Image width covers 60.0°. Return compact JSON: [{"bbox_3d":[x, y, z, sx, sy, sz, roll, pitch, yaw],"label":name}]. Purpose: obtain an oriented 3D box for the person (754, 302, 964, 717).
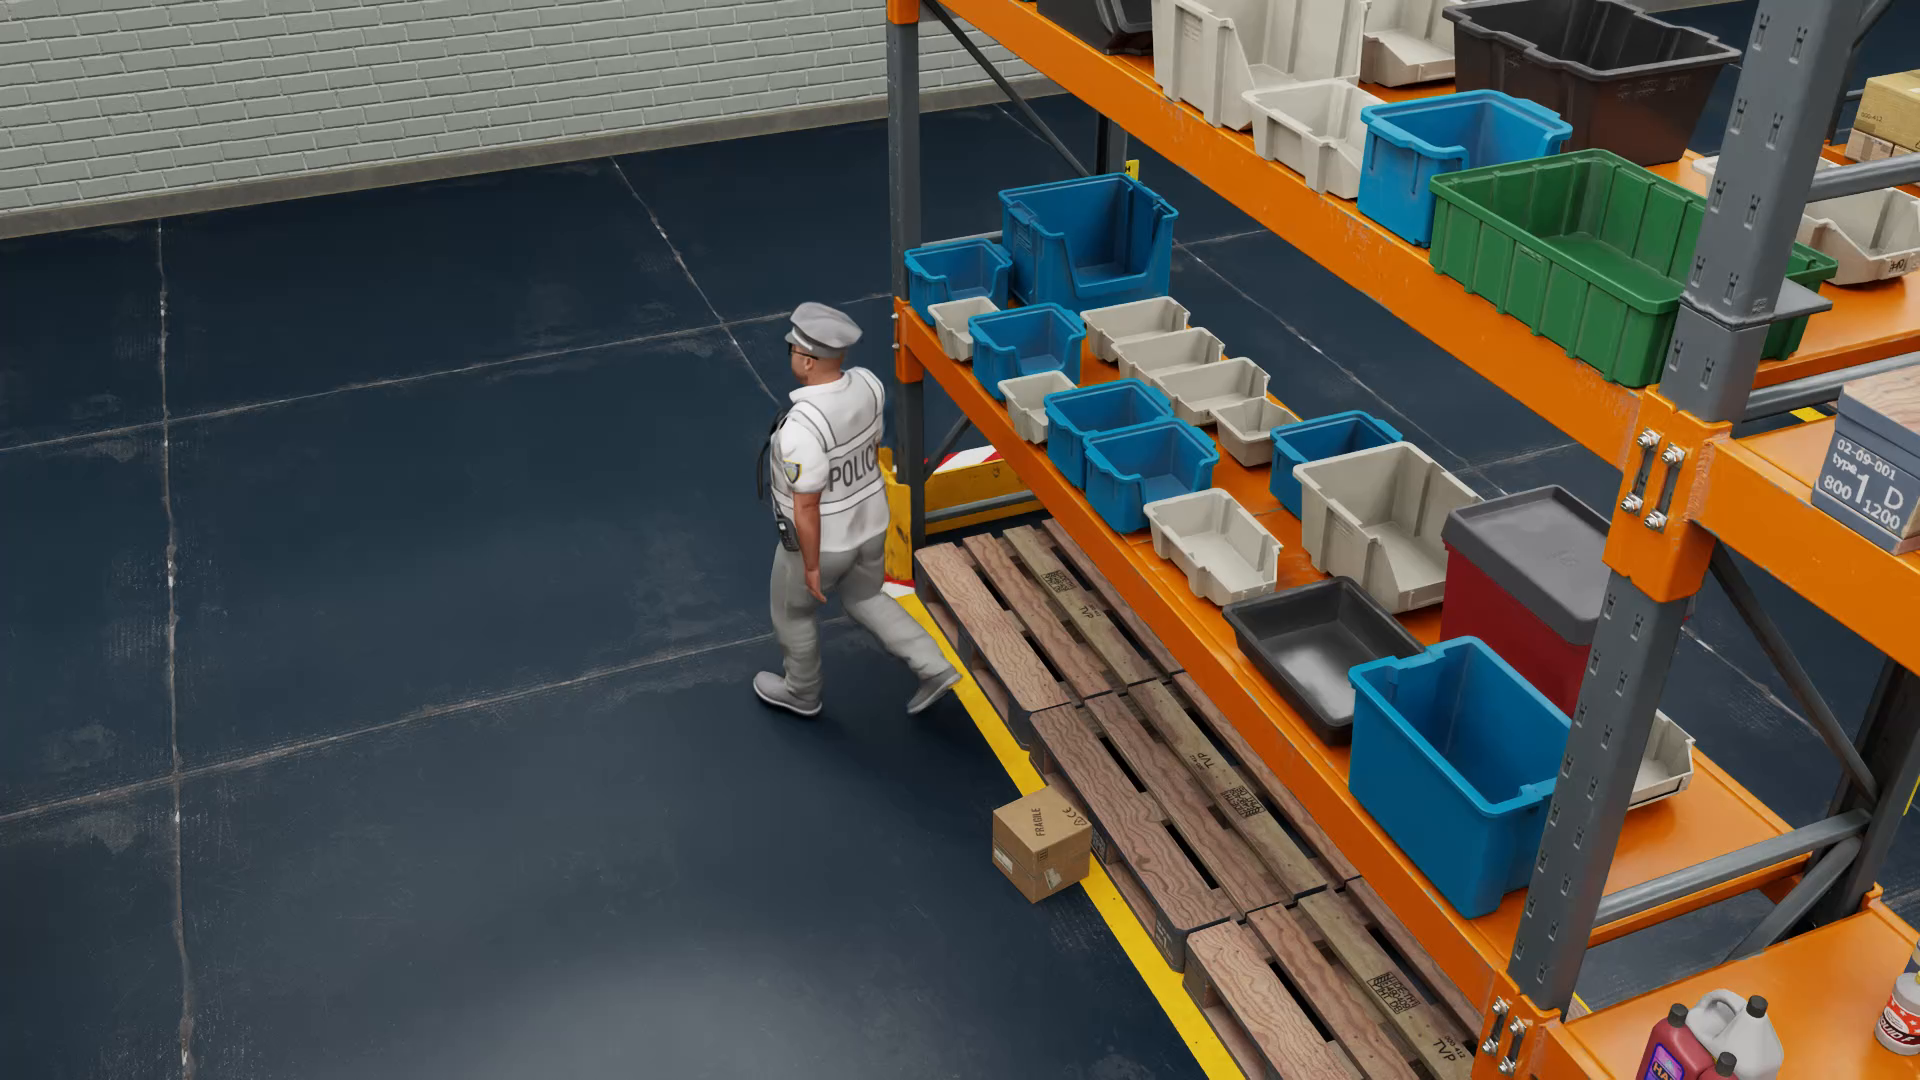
[{"bbox_3d":[-0.429,-0.040,6.160,0.854,1.738,0.523,23,39,30],"label":"person"}]
